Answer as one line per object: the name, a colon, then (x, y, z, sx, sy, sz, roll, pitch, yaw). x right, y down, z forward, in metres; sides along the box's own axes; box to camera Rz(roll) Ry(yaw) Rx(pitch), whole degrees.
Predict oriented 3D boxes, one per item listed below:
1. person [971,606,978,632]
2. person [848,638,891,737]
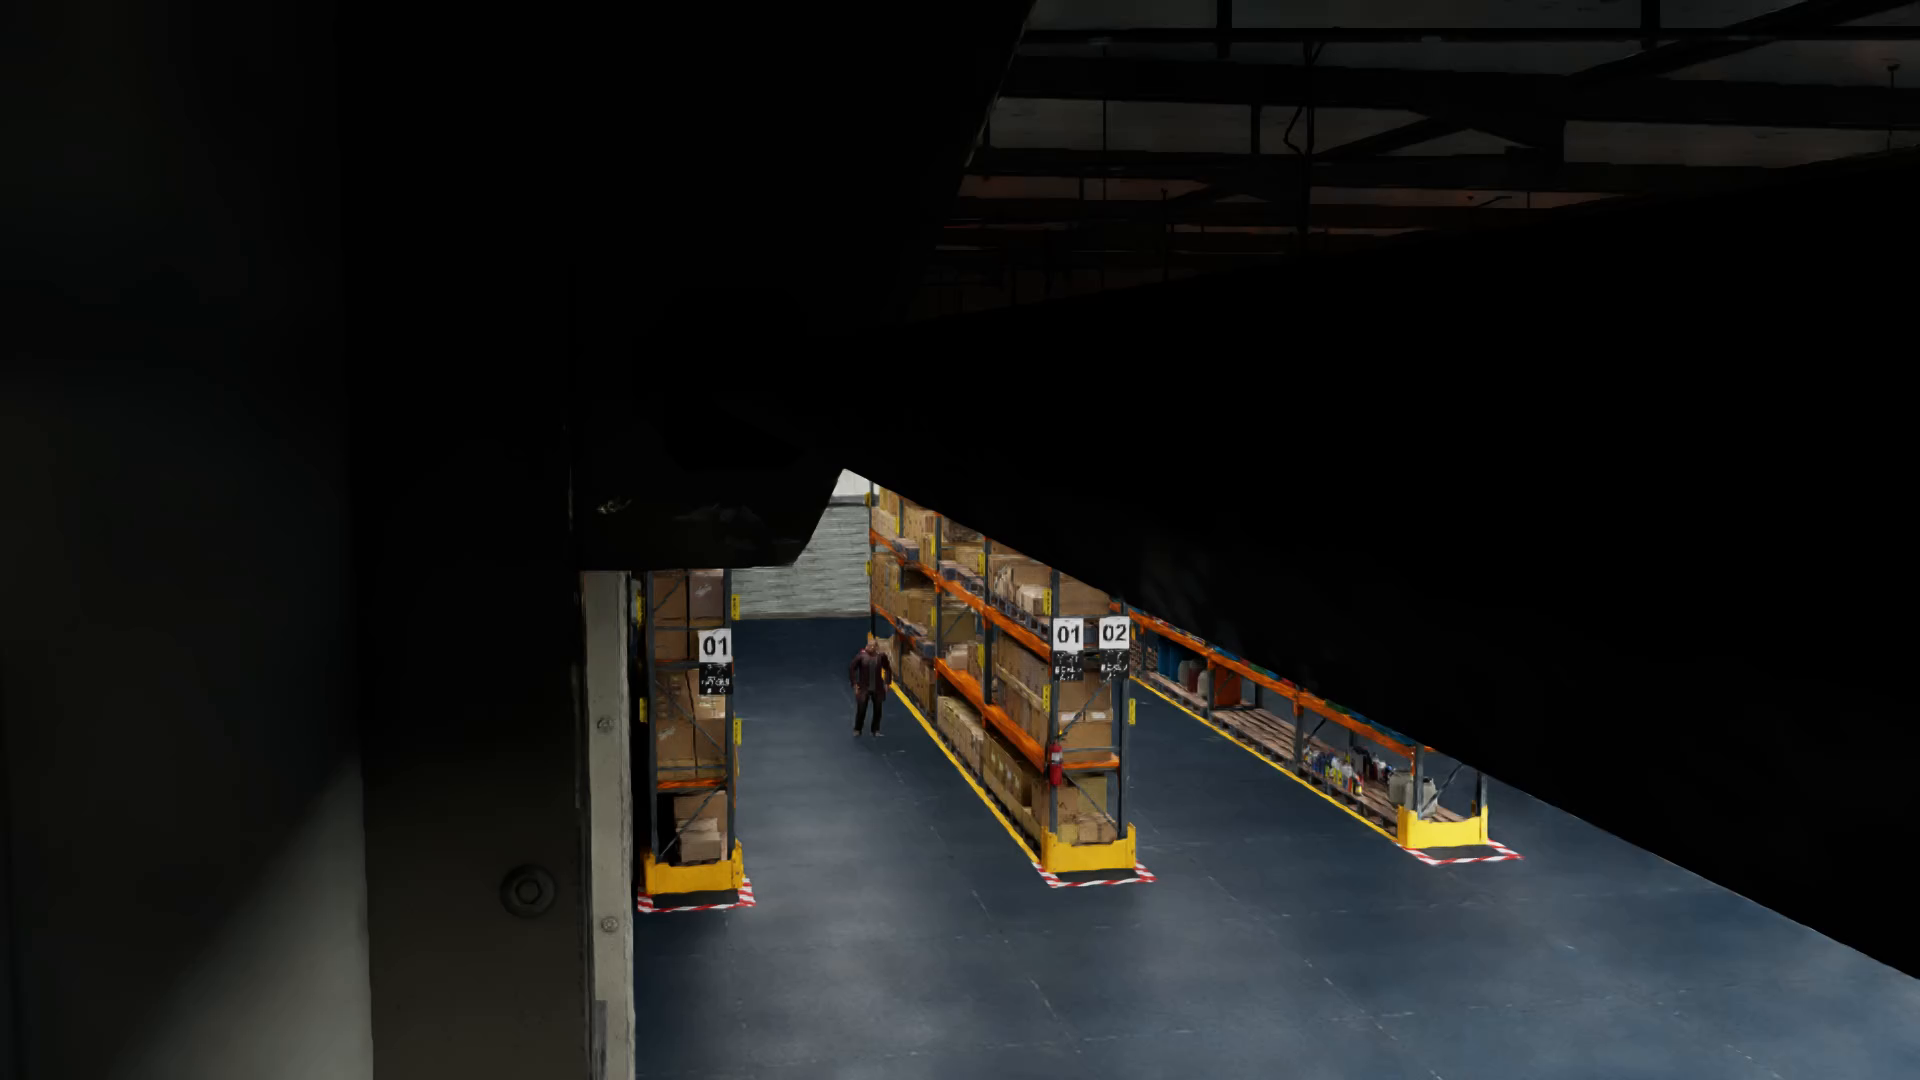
person: (0.277, 1.652, 36.737, 0.380, 1.679, 0.563, 1, 6, 5)
person: (-1.542, 2.512, 28.393, 0.729, 1.733, 0.546, -1, 6, -13)
